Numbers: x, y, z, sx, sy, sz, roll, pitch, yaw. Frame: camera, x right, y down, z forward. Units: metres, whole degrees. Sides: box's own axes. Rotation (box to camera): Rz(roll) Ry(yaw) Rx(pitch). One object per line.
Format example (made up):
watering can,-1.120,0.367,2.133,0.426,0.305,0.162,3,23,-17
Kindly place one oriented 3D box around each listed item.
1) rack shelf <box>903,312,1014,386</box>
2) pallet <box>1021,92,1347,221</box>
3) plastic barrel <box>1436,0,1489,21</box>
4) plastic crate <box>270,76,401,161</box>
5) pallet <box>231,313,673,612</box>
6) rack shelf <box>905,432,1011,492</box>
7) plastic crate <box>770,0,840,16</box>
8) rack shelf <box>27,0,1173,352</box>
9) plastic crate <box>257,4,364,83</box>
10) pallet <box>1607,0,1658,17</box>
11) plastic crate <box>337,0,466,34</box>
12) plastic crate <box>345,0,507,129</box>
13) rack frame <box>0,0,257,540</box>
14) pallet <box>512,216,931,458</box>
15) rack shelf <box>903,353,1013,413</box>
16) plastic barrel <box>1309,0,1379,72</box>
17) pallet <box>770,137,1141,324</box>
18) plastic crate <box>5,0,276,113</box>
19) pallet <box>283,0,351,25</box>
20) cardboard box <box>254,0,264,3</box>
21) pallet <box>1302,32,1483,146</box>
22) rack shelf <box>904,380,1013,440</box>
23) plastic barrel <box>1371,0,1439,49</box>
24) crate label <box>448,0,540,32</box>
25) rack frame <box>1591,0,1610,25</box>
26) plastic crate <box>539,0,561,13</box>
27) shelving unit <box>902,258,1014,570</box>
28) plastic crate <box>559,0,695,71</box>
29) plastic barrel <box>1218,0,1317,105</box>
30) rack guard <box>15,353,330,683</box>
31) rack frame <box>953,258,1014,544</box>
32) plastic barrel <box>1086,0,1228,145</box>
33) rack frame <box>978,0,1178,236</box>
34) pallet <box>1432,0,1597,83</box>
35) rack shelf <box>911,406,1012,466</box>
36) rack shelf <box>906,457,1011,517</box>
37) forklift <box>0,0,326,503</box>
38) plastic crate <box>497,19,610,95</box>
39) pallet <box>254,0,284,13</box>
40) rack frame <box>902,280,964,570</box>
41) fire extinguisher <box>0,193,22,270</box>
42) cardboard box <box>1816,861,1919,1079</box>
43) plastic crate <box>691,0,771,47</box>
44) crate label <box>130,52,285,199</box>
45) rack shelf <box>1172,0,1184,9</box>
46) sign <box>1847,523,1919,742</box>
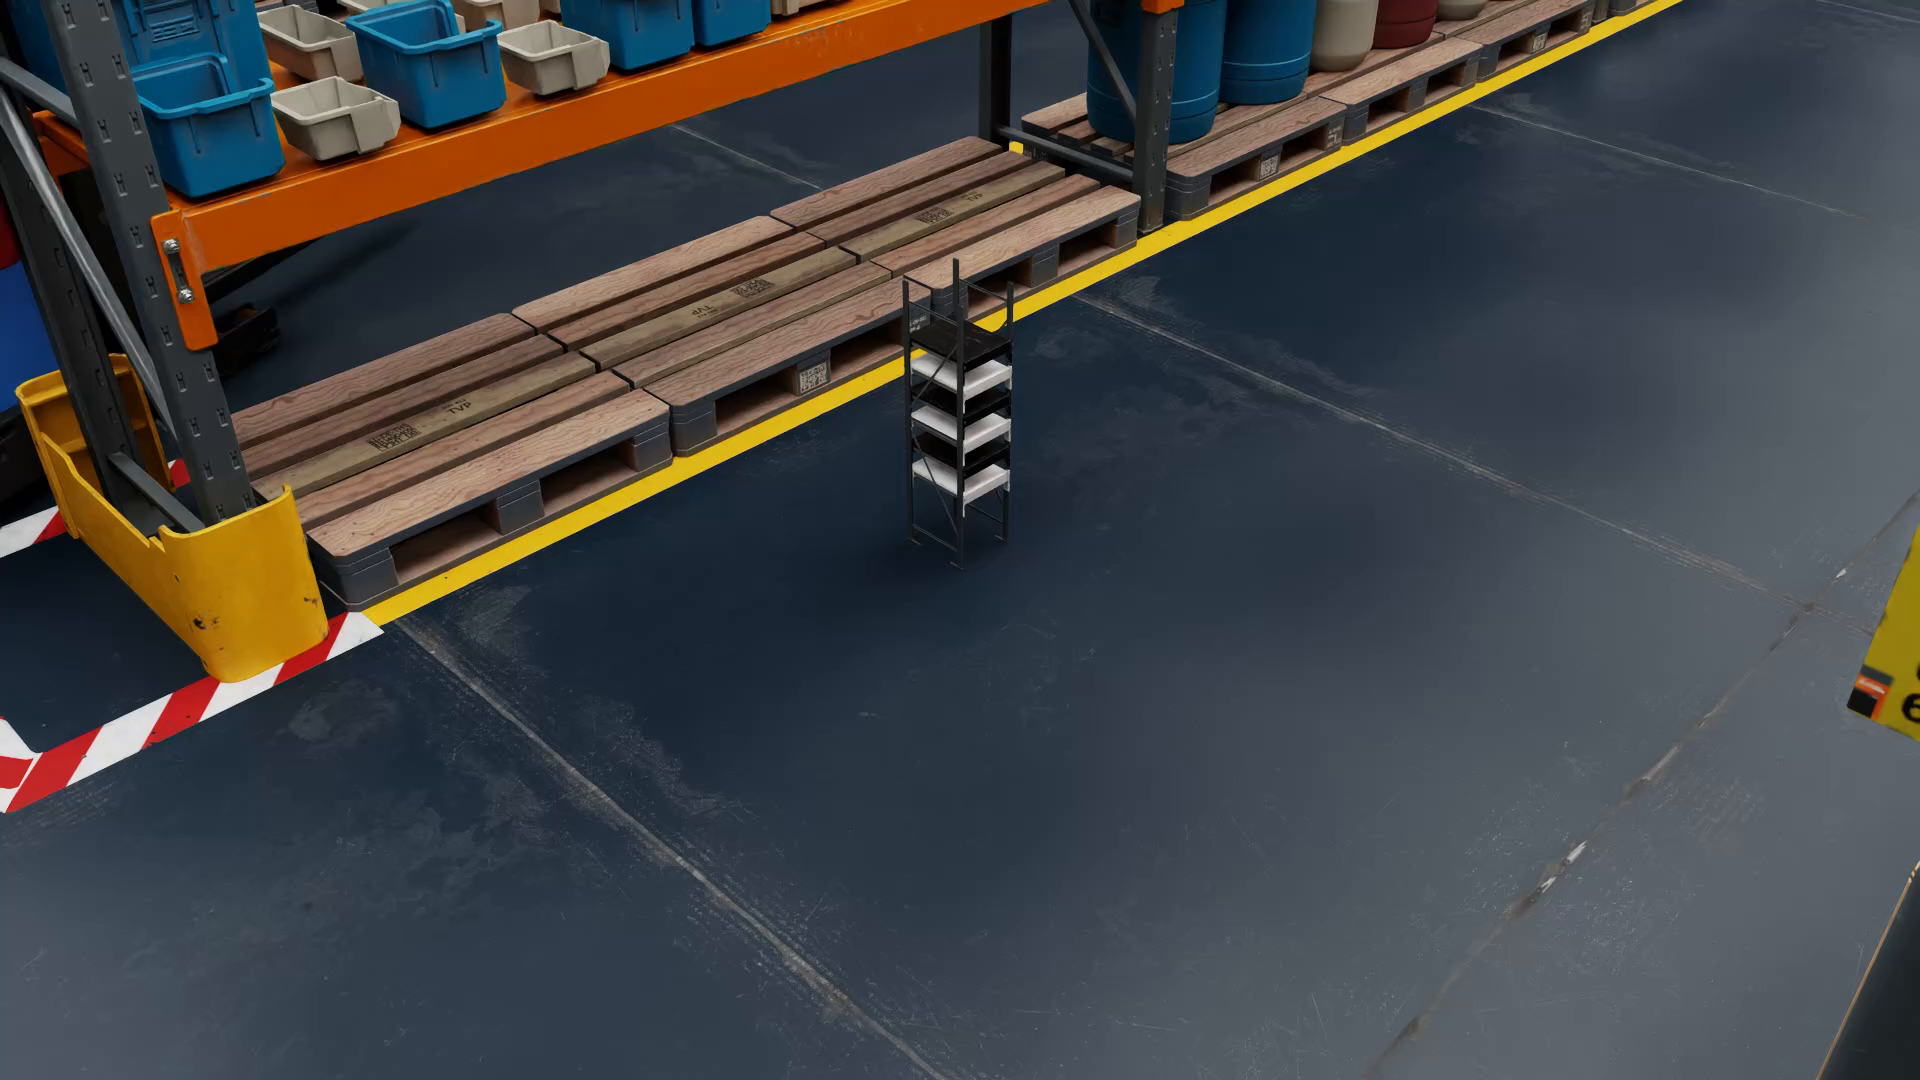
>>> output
rack shelf,-0.006,-0.560,4.852,0.258,0.077,0.200,30,45,35
pallet,1.051,-1.909,7.802,1.003,0.211,1.213,30,45,35
plastic barrel,2.629,-3.061,8.824,0.421,0.512,0.421,0,35,0
plastic crate,-1.648,-1.113,4.402,0.250,0.136,0.298,30,45,35
pallet,-1.732,-0.308,5.507,1.003,0.211,1.213,30,45,35
rack shelf,-0.006,-0.265,5.058,0.258,0.077,0.200,30,45,35
plastic crate,-0.536,-1.844,5.451,0.293,0.136,0.466,30,45,35
rack shelf,-0.932,-1.649,5.621,1.077,0.370,4.000,30,45,35
plastic crate,-1.895,-1.453,4.889,0.396,0.136,0.243,30,45,35
pallet,3.869,-3.535,10.134,1.003,0.211,1.213,30,45,35
plastic crate,-1.680,-1.565,5.049,0.396,0.136,0.243,30,45,35
plastic crate,-1.469,-1.323,4.619,0.416,0.233,0.300,30,45,35
rack frame,-2.341,-1.132,4.251,1.000,3.000,0.127,30,45,35
pallet,-0.873,-0.800,6.213,1.003,0.211,1.213,30,45,35
rack shelf,-0.006,-0.486,4.904,0.258,0.077,0.200,30,45,35
plastic barrel,1.833,-2.602,8.167,0.421,0.512,0.421,0,35,0
pallet,-0.013,-1.298,6.927,1.003,0.211,1.213,30,45,35
plastic crate,-2.237,-1.383,4.527,0.616,0.435,0.499,30,45,35
pallet,-3.629,-3.331,9.842,1.003,0.211,1.213,30,45,35
cardboard box,-4.193,-3.452,9.068,0.875,0.875,0.875,30,45,35
pallet,1.910,-2.406,8.516,1.003,0.211,1.213,30,45,35
rack shelf,-0.006,-0.412,4.955,0.258,0.077,0.200,30,45,35
plastic barrel,2.168,-2.899,8.526,0.600,0.588,0.708,30,45,35
crate label,-1.501,-1.687,5.225,0.396,0.136,0.243,30,45,35
rack frame,3.296,-4.380,8.908,1.000,3.000,0.127,30,45,35
plastic crate,-1.306,-1.815,5.408,0.298,0.136,0.250,30,45,35
shelving unit,-0.006,-0.366,4.988,0.258,0.900,0.210,30,45,35
plastic crate,-1.005,-1.590,5.002,0.416,0.233,0.300,30,45,35
plastic barrel,1.372,-2.569,7.779,0.600,0.901,0.708,30,45,35
rack guard,-2.348,-0.092,4.945,1.175,0.500,0.348,30,45,35
rack frame,0.066,-0.407,5.047,0.240,0.900,0.006,30,45,35
plastic barrel,0.873,-2.282,7.366,0.600,0.901,0.708,30,45,35
rack frame,0.478,-2.756,6.580,1.000,3.000,0.127,30,45,35
pallet,2.770,-2.899,9.223,1.003,0.211,1.213,30,45,35
rack shelf,-0.006,-0.338,5.007,0.258,0.077,0.200,30,45,35
rack shelf,-0.006,-0.191,5.110,0.258,0.077,0.200,30,45,35
forklift,-3.219,-1.881,5.385,1.130,2.935,3.031,13,37,18
plastic crate,-1.170,-1.388,4.797,0.250,0.136,0.298,30,45,35
pallet,-4.488,-2.834,9.129,1.003,0.211,1.213,30,45,35
rack frame,-0.077,-0.325,4.929,0.240,0.900,0.006,30,45,35
fire extinguisher,-2.769,-1.069,4.555,0.296,0.674,0.183,30,45,35
cardboard box,1.294,0.533,1.776,0.500,0.500,0.500,-28,44,-34
plastic crate,-0.794,-1.712,5.177,0.416,0.233,0.300,30,45,35
crate label,-1.933,-1.056,4.235,0.416,0.233,0.303,30,45,35
rack shelf,1.887,-3.273,7.949,1.077,0.370,4.000,30,45,35
sign,0.792,0.029,1.297,0.100,0.325,0.005,30,45,35
